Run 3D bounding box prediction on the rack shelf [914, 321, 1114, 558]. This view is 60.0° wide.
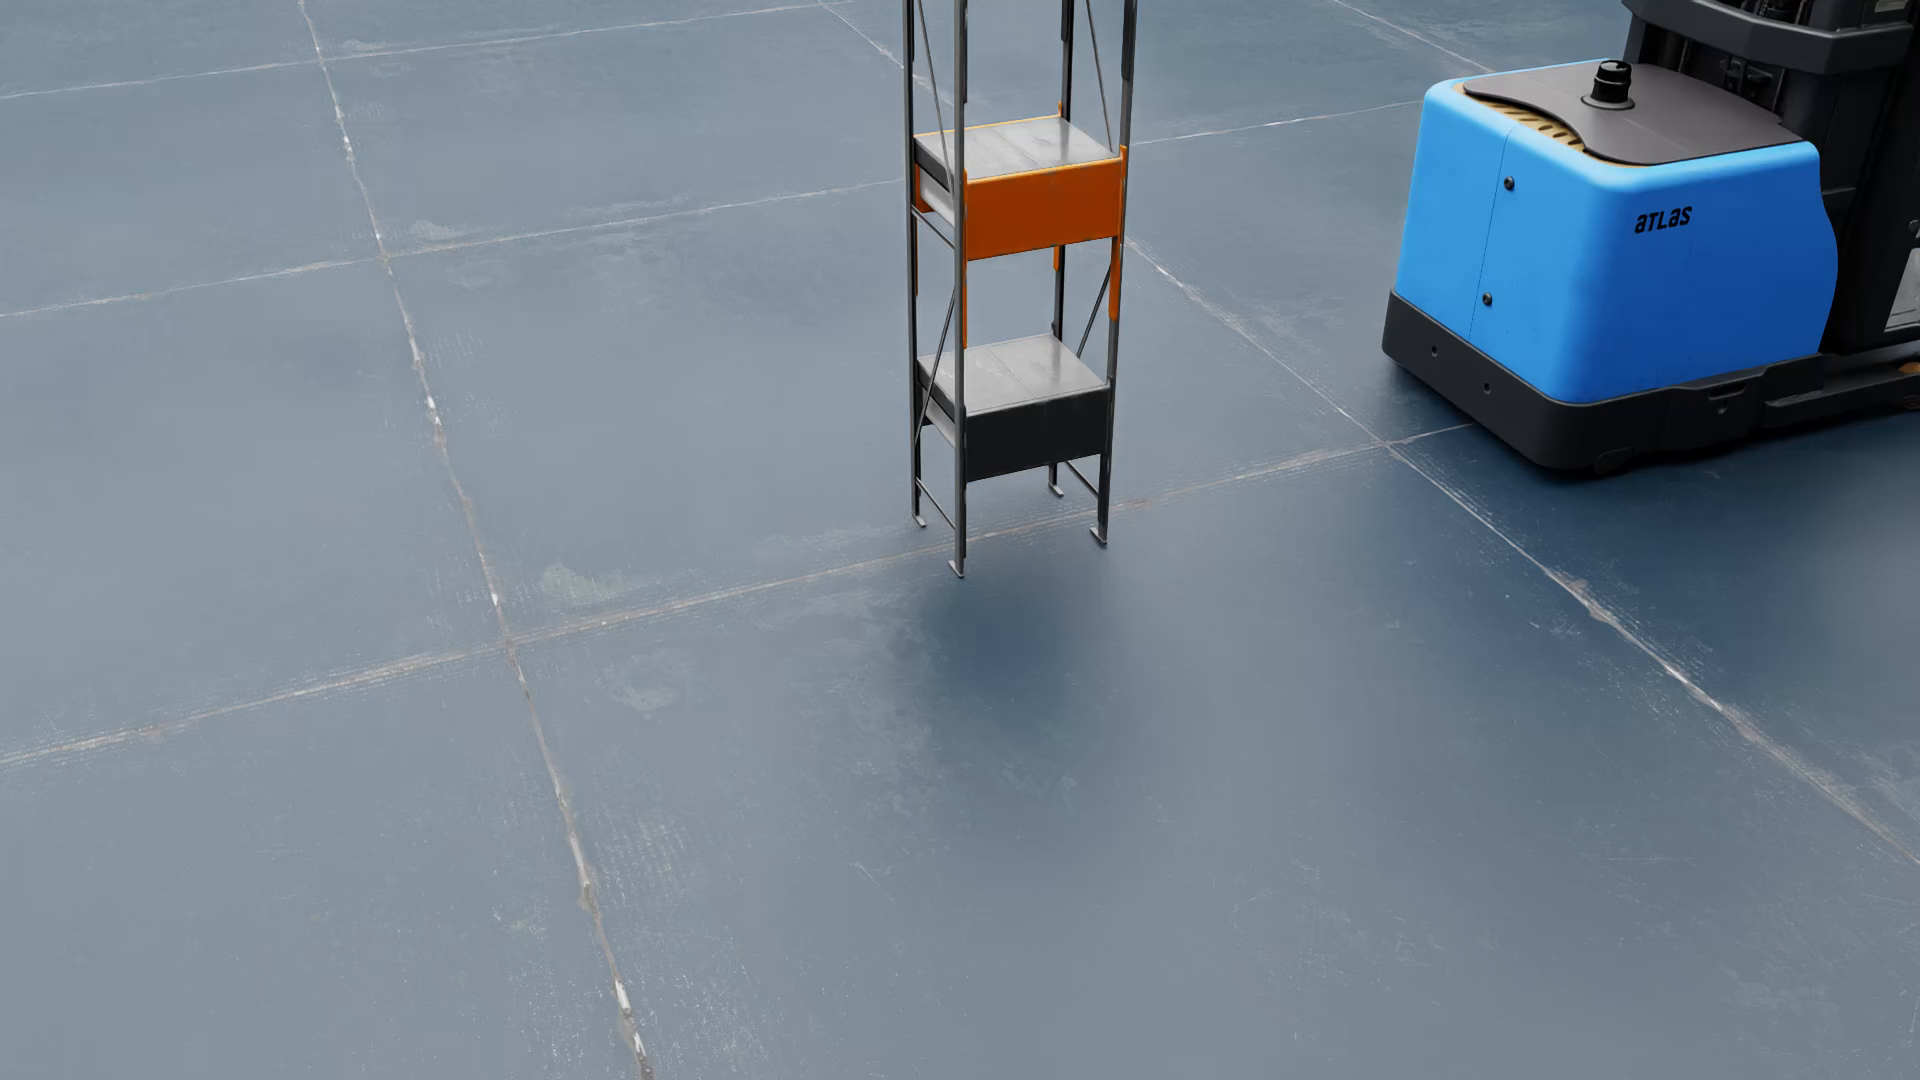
[{"bbox_3d":[0.153,-0.317,5.120,0.480,0.518,0.431,-13,35,-19],"label":"rack shelf"}]

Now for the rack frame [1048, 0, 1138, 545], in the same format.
[{"bbox_3d":[0.378,-0.967,4.810,0.015,2.100,0.400,-13,35,-19],"label":"rack frame"}]

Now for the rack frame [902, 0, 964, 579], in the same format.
[{"bbox_3d":[-0.072,-0.864,4.652,0.015,2.100,0.400,-13,35,-19],"label":"rack frame"}]

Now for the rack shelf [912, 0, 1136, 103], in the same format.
[{"bbox_3d":[0.153,-1.490,4.357,0.480,0.518,0.431,-13,35,-19],"label":"rack shelf"}]

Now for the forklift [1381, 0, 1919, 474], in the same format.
[{"bbox_3d":[3.145,-1.953,5.564,3.031,2.935,1.130,-12,35,-18],"label":"forklift"}]

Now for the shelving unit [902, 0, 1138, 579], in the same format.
[{"bbox_3d":[0.153,-0.915,4.731,0.503,2.100,0.431,-13,35,-19],"label":"shelving unit"}]

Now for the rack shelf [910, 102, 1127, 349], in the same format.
[{"bbox_3d":[0.153,-0.904,4.738,0.480,0.518,0.431,-13,35,-19],"label":"rack shelf"}]
